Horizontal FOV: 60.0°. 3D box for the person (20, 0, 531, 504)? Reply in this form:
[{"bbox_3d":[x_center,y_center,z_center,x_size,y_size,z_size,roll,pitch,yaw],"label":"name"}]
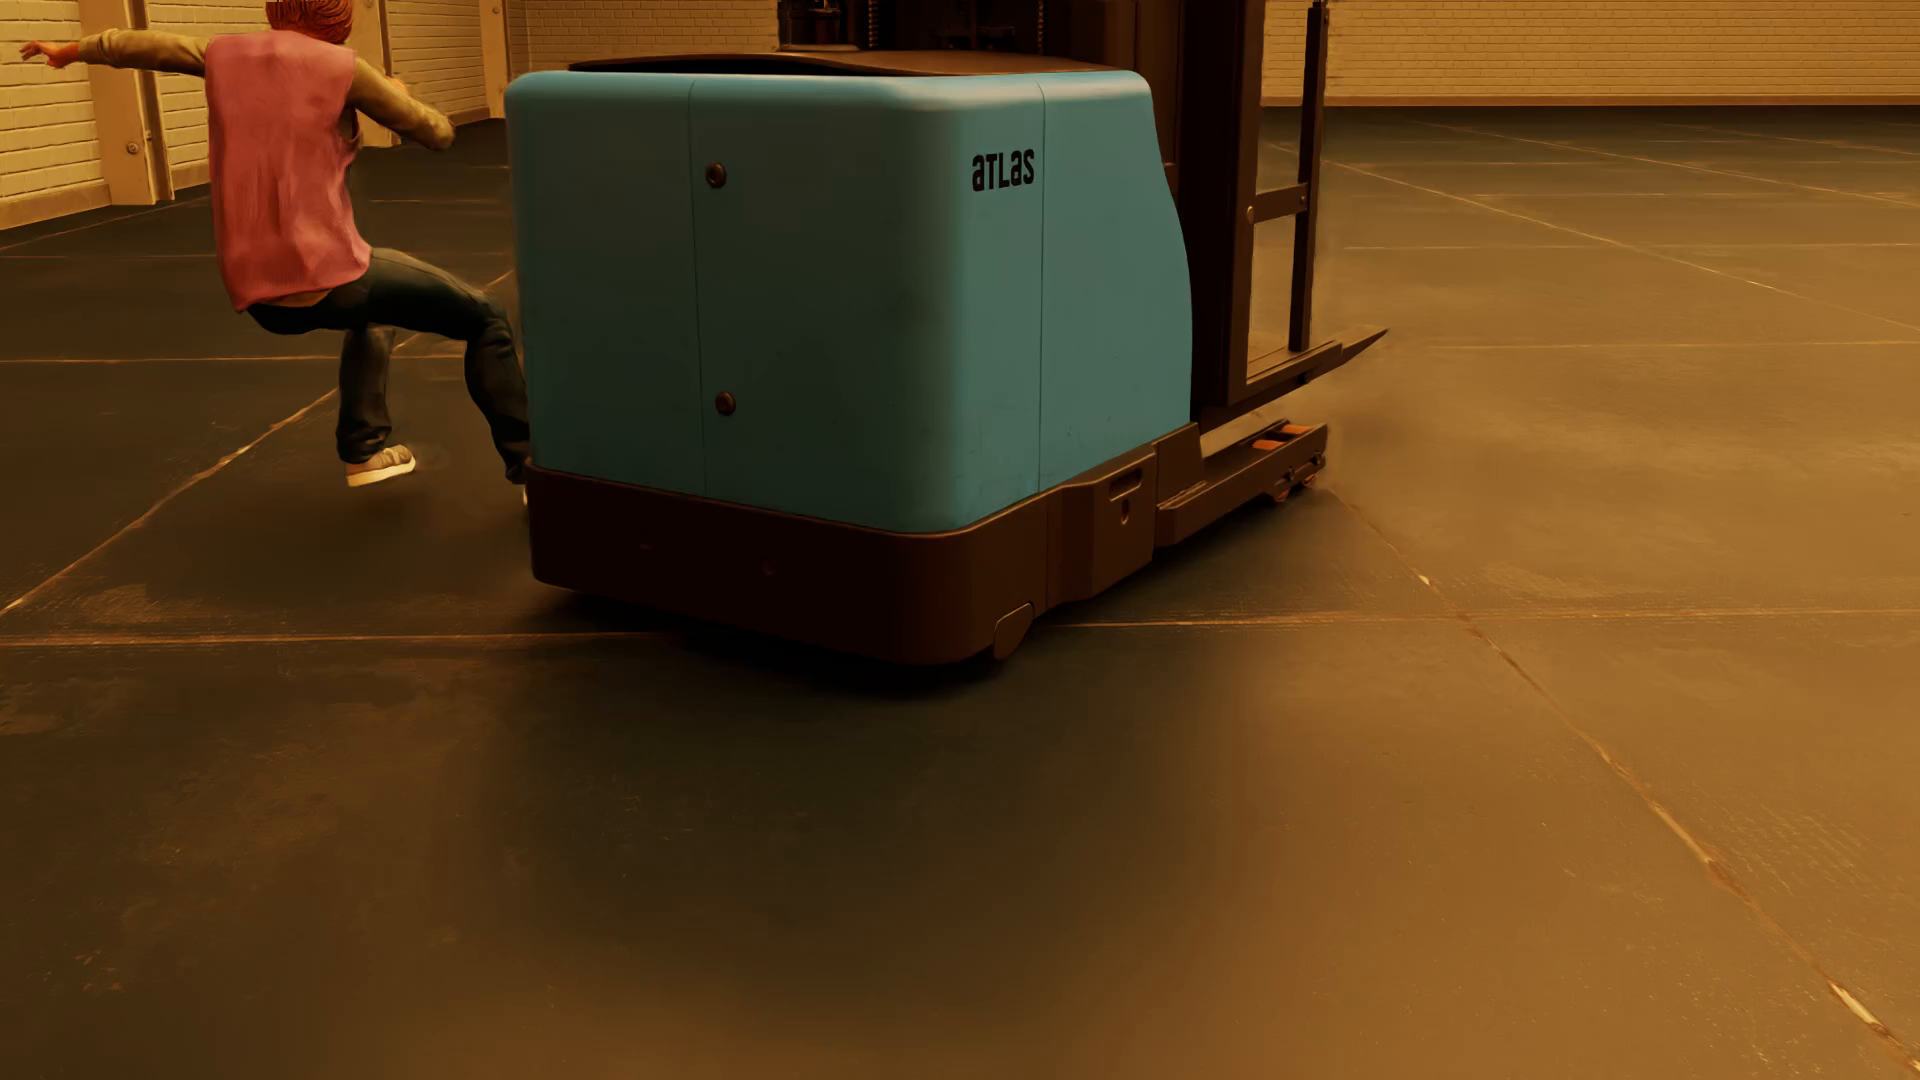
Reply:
[{"bbox_3d":[-1.591,-0.709,4.043,1.340,1.310,0.715,2,17,8],"label":"person"}]

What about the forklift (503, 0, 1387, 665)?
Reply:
[{"bbox_3d":[0.313,-1.556,3.993,1.130,2.935,3.031,10,20,30],"label":"forklift"}]
